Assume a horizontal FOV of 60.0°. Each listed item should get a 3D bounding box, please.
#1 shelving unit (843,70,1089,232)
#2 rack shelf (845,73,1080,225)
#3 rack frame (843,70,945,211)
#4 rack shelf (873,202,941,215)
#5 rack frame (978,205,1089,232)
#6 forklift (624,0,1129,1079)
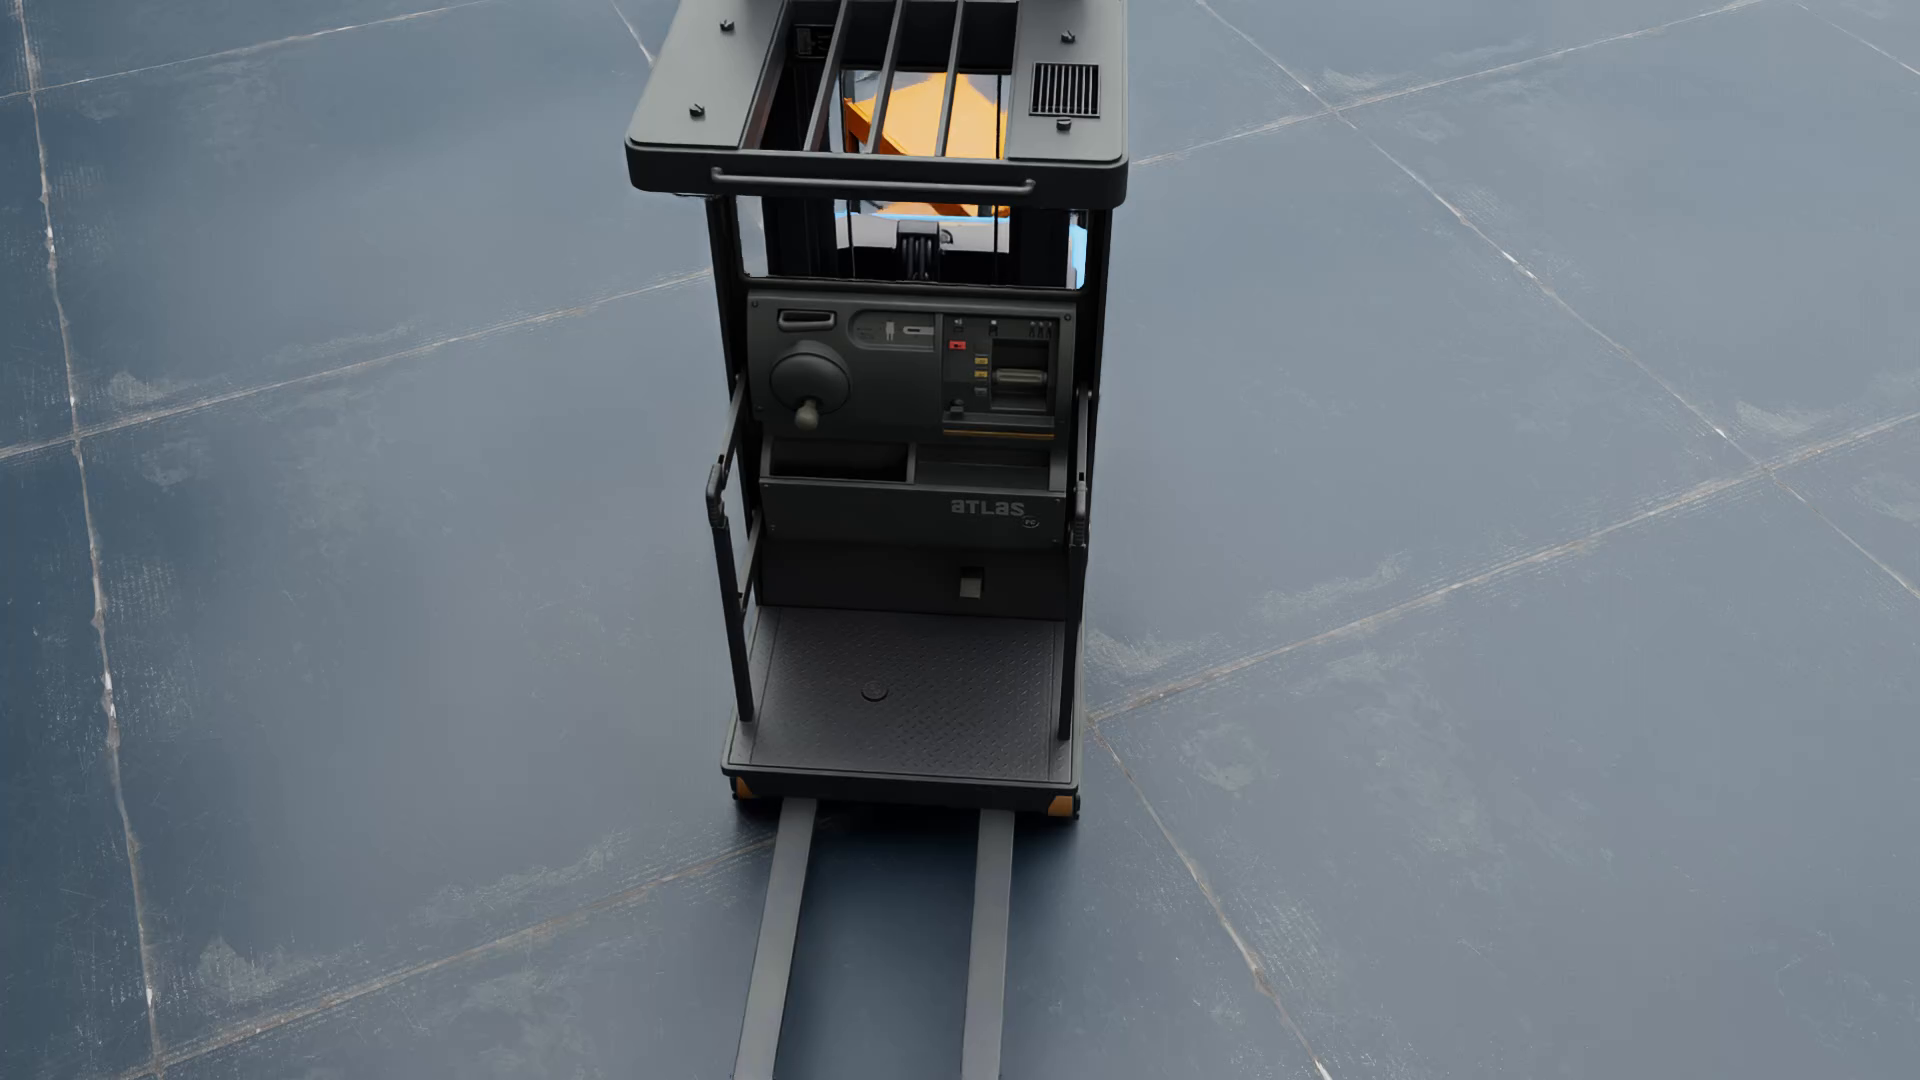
[{"bbox_3d":[0.017,-1.252,6.718,0.538,1.125,1.048,-23,49,-22],"label":"shelving unit"},{"bbox_3d":[0.017,-1.461,6.513,0.538,0.278,1.000,-23,49,-22],"label":"rack shelf"},{"bbox_3d":[-0.251,-1.556,7.026,0.500,1.125,0.032,-23,49,-22],"label":"rack frame"},{"bbox_3d":[0.017,-1.078,6.890,0.538,0.278,1.000,-23,49,-22],"label":"rack shelf"},{"bbox_3d":[0.284,-0.949,6.411,0.500,1.125,0.032,-23,49,-22],"label":"rack frame"},{"bbox_3d":[-0.153,-0.403,4.571,1.130,2.935,3.031,3,45,3],"label":"forklift"}]
